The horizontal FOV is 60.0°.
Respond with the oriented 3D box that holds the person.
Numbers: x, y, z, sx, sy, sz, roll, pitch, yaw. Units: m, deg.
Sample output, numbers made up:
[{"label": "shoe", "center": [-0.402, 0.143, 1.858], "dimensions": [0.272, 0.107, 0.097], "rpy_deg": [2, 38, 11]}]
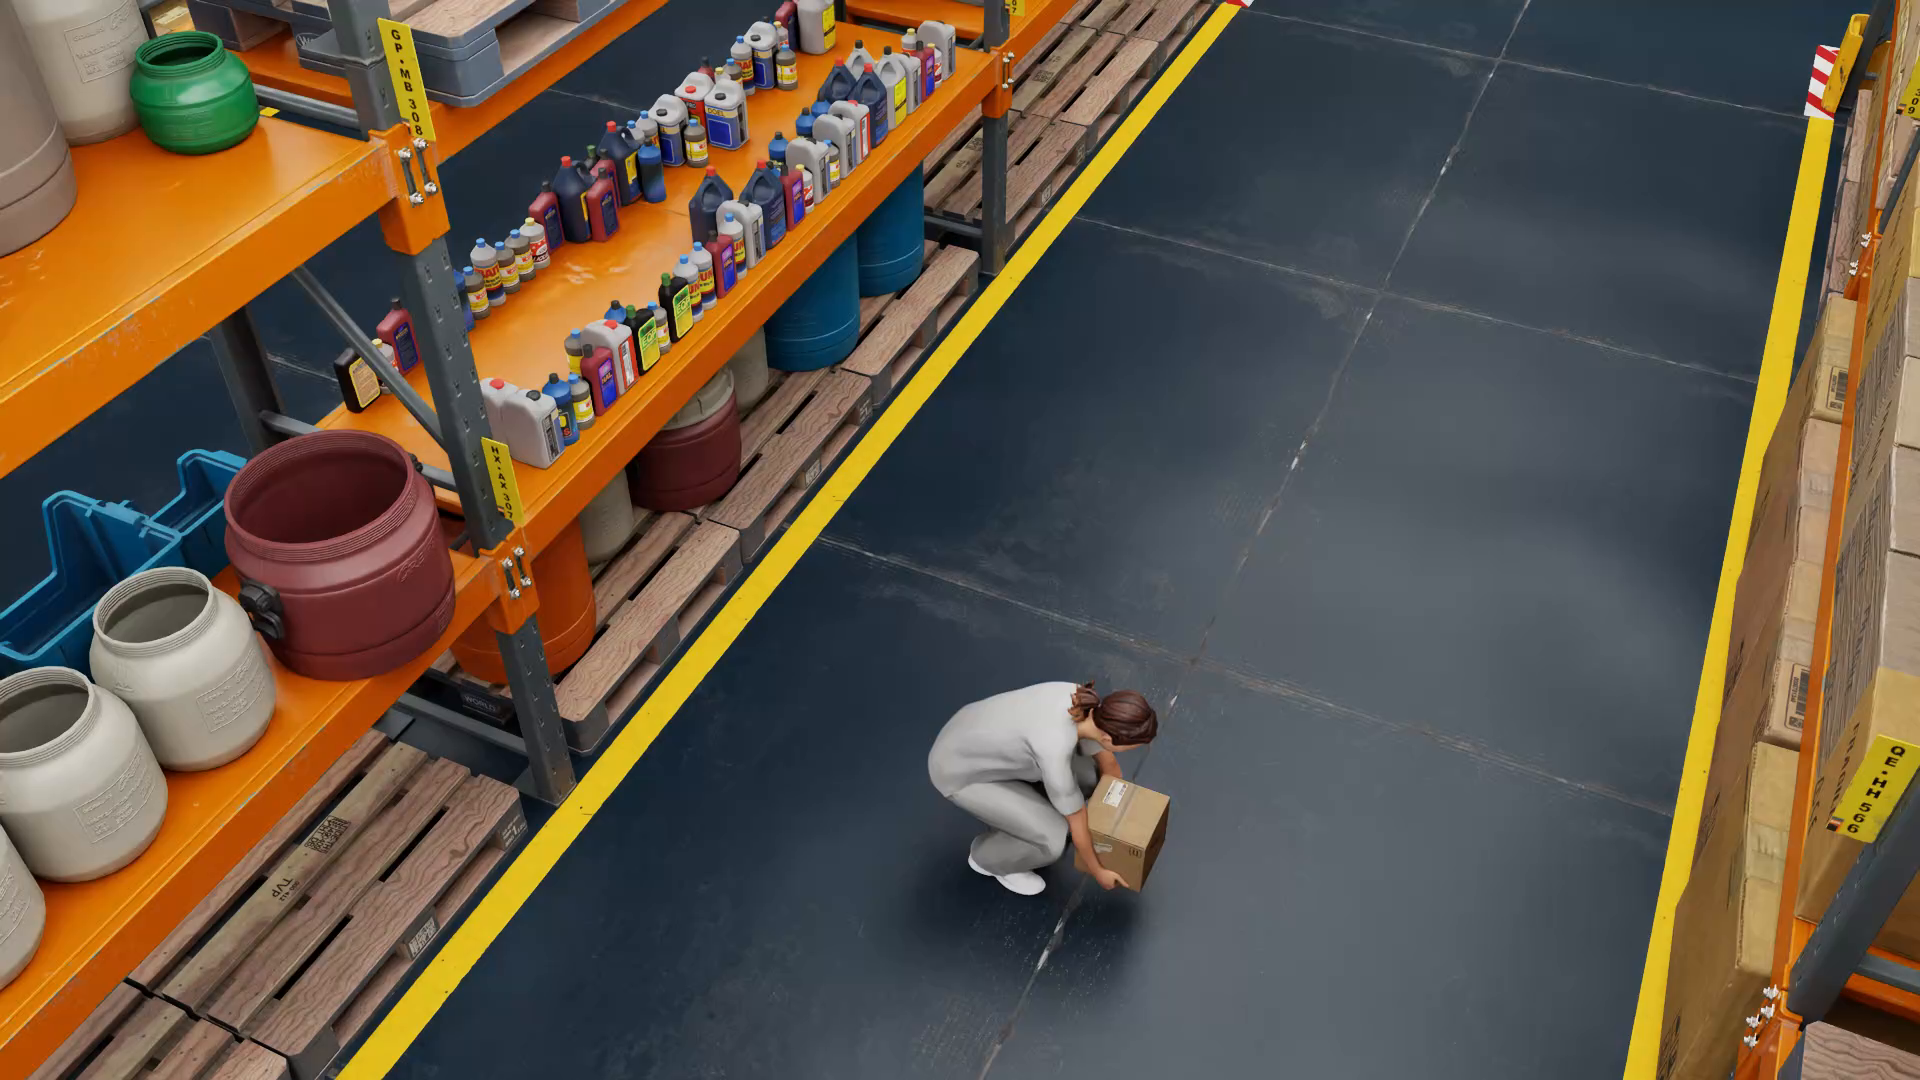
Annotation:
[{"label": "person", "center": [0.285, 0.822, 5.793], "dimensions": [0.794, 0.958, 0.455], "rpy_deg": [16, 45, 17]}]
